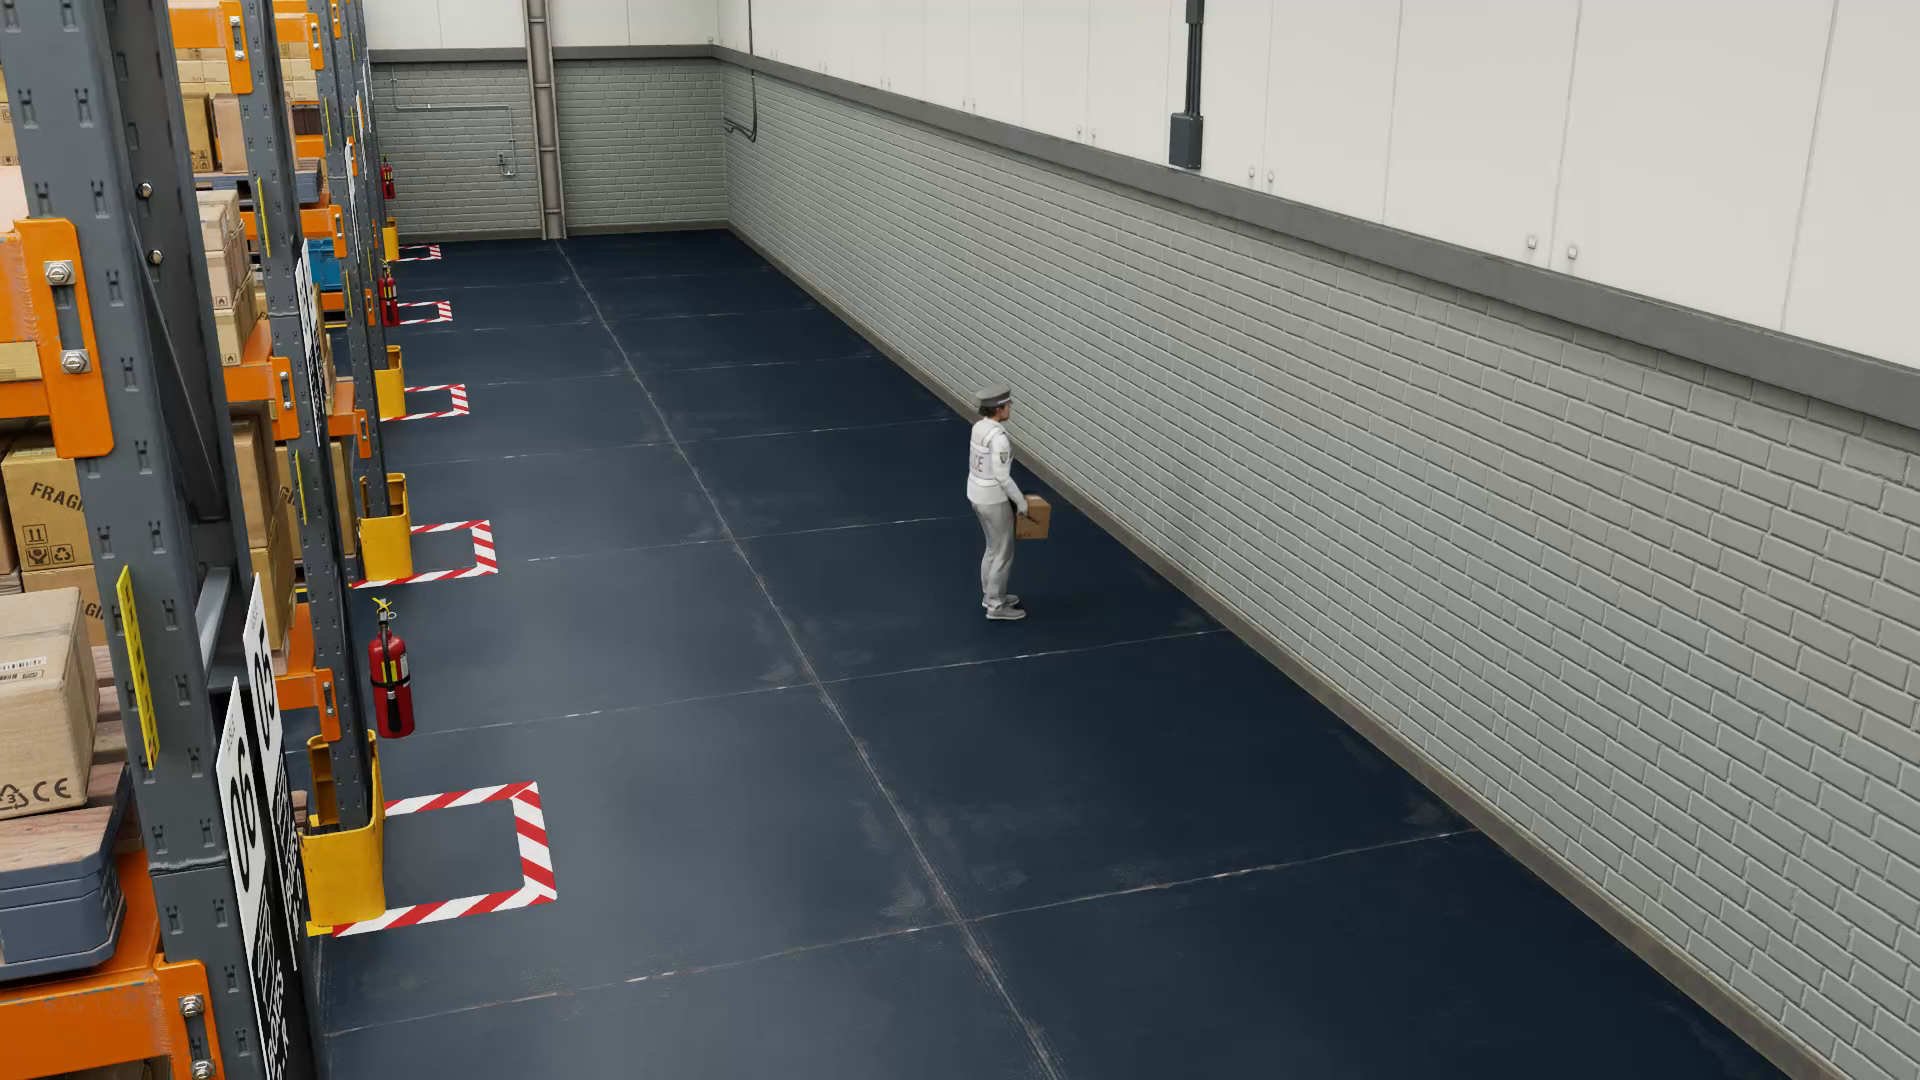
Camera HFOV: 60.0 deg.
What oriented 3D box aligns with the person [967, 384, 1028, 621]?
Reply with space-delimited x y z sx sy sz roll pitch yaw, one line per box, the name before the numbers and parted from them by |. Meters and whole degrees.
person | 0.268 -0.279 11.832 0.410 1.680 0.502 -7 20 -18
